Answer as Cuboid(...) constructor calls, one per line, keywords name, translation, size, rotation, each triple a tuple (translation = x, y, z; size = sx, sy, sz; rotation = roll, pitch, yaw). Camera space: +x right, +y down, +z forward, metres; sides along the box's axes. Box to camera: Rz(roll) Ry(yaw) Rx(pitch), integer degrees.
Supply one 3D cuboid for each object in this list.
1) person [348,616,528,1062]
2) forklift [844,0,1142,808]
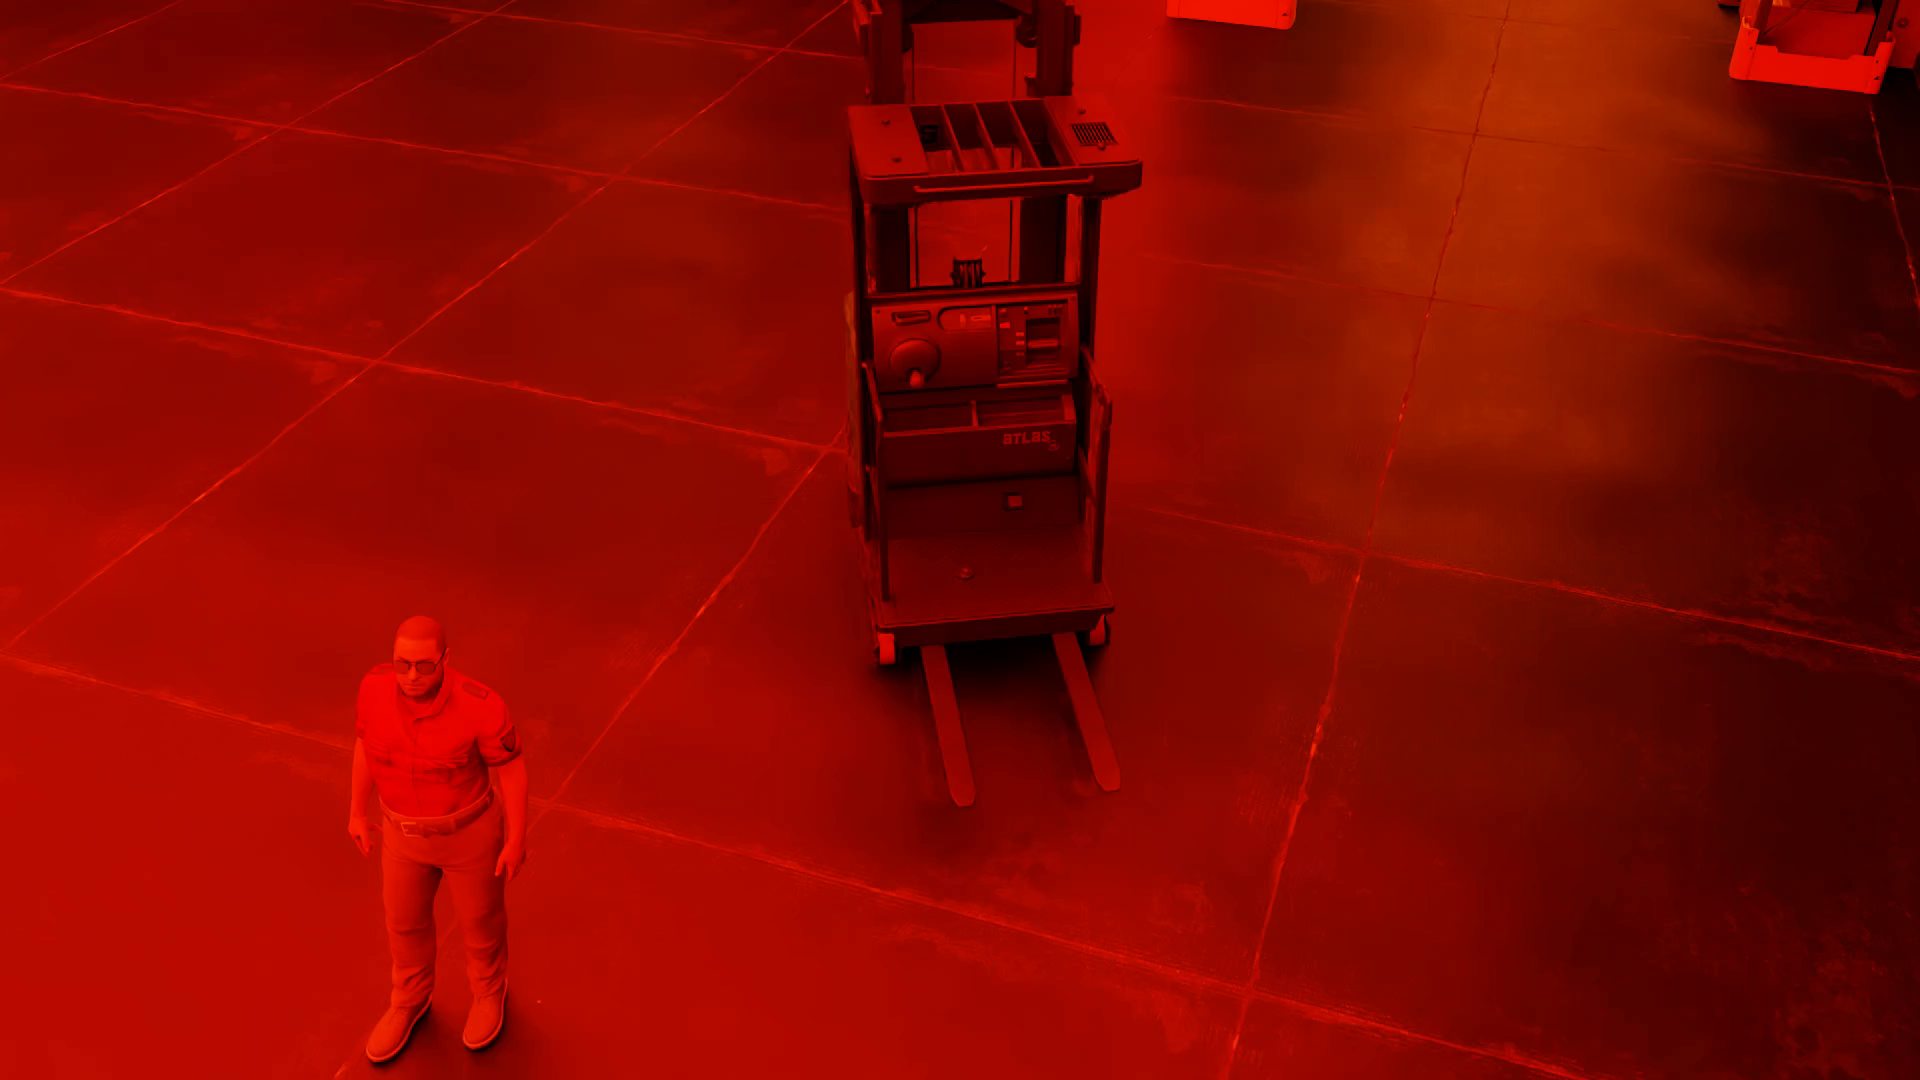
Cuboid(name="person", translation=(-1.800, 1.047, 5.661), size=(0.639, 1.727, 0.551), rotation=(5, 36, 7))
Cuboid(name="forklift", translation=(0.106, -0.827, 7.277), size=(1.130, 2.935, 3.031), rotation=(-5, 36, -7))
